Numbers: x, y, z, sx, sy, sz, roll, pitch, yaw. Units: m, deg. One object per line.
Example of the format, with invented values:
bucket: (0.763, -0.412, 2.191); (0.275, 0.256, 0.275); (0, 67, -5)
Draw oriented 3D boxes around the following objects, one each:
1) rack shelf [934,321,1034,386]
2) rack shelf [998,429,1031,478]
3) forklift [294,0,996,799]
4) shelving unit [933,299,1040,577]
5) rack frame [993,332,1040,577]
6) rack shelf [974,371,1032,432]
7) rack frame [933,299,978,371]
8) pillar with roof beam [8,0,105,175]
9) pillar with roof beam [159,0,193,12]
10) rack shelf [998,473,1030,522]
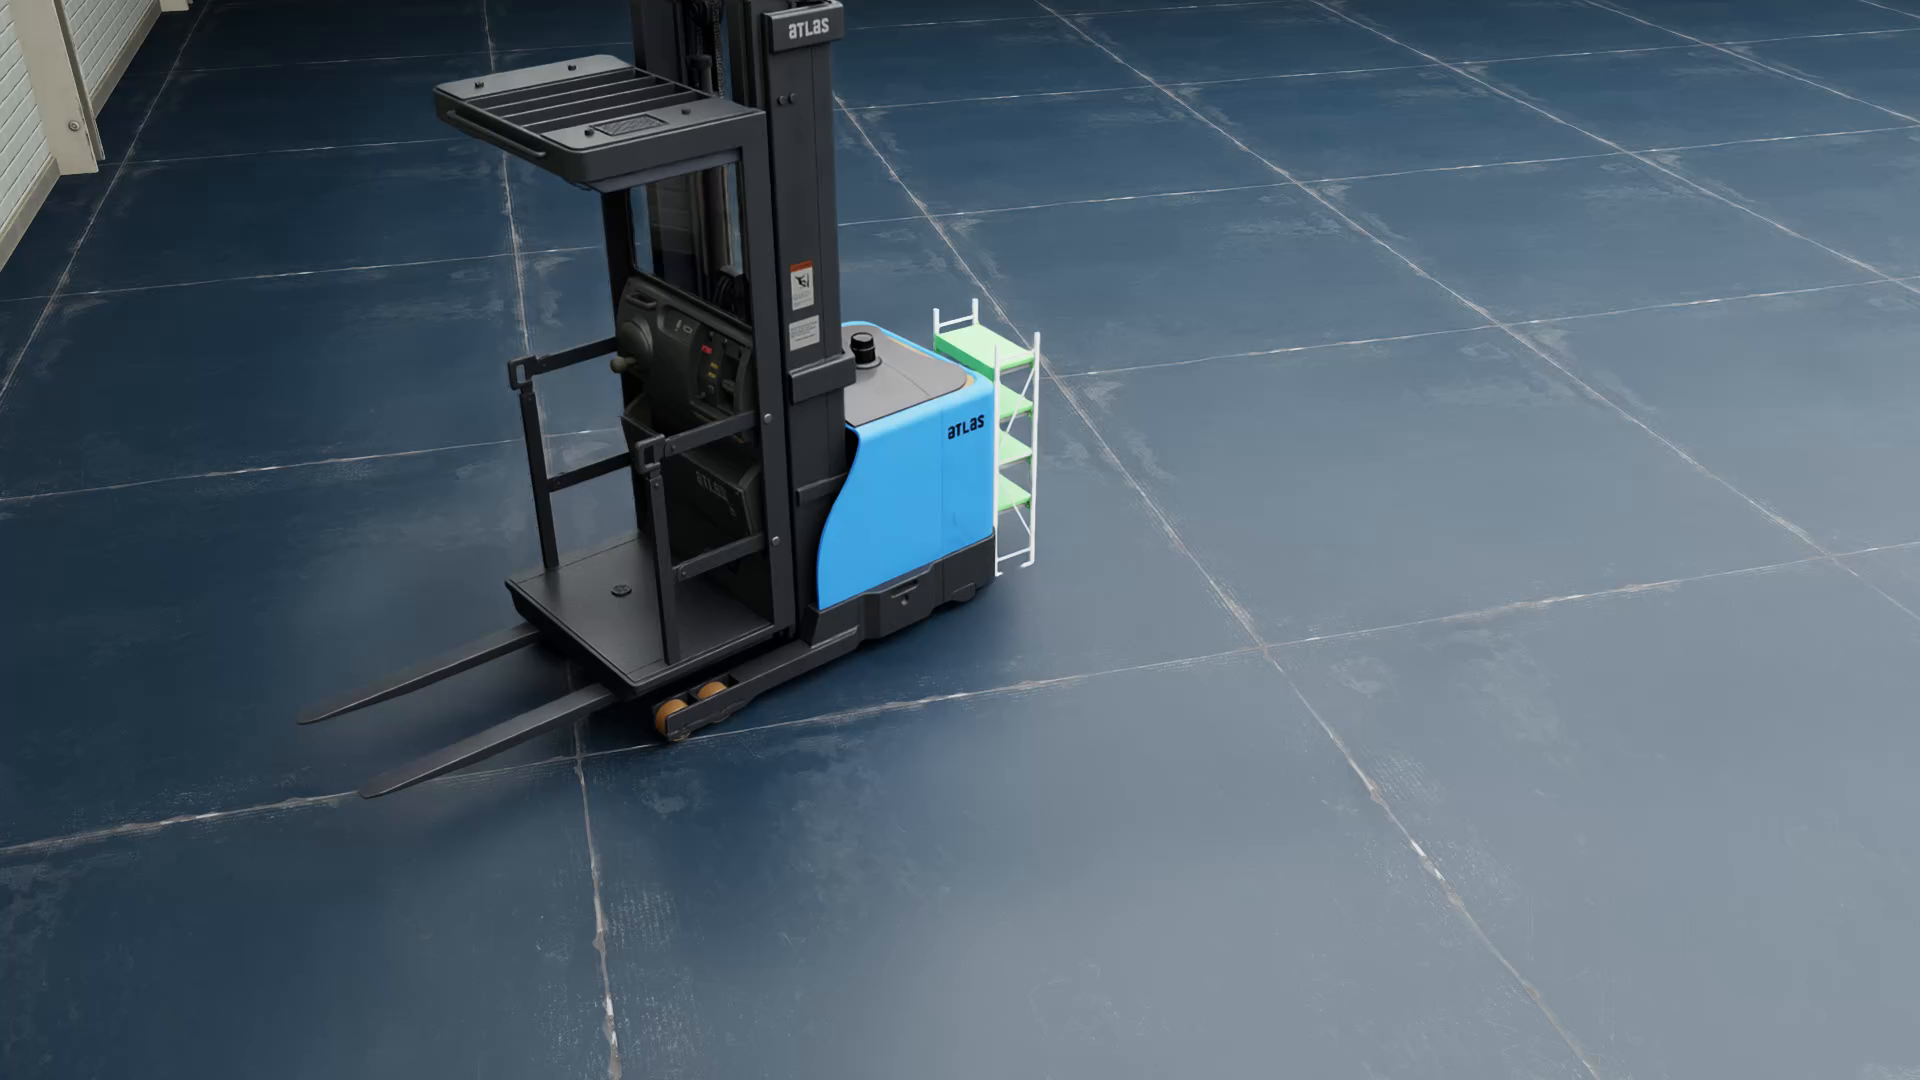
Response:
rack shelf: (0.117, -0.838, 7.669); (0.258, 0.148, 0.480); (-19, 35, -29)
rack shelf: (0.117, -0.422, 7.910); (0.258, 0.148, 0.480); (-19, 35, -29)
forklift: (-1.278, -0.741, 6.605); (3.031, 2.935, 1.130); (-23, 37, -34)
shelving unit: (0.117, -0.478, 7.878); (0.258, 1.200, 0.503); (-19, 35, -29)
rack frame: (0.255, -0.377, 7.703); (0.240, 1.200, 0.015); (-19, 35, -29)
rack shelf: (0.117, -0.630, 7.790); (0.258, 0.148, 0.480); (-19, 35, -29)
rack frame: (-0.020, -0.579, 8.052); (0.240, 1.200, 0.015); (-19, 35, -29)
pillar with roof beam: (-2.978, -7.495, 12.217); (9.100, 9.000, 0.400); (-8, 31, -13)
pillar with roof beam: (-4.570, -10.393, 17.223); (9.100, 9.000, 0.400); (-8, 31, -13)
rack shelf: (0.117, -0.215, 8.030); (0.258, 0.148, 0.480); (-19, 35, -29)
